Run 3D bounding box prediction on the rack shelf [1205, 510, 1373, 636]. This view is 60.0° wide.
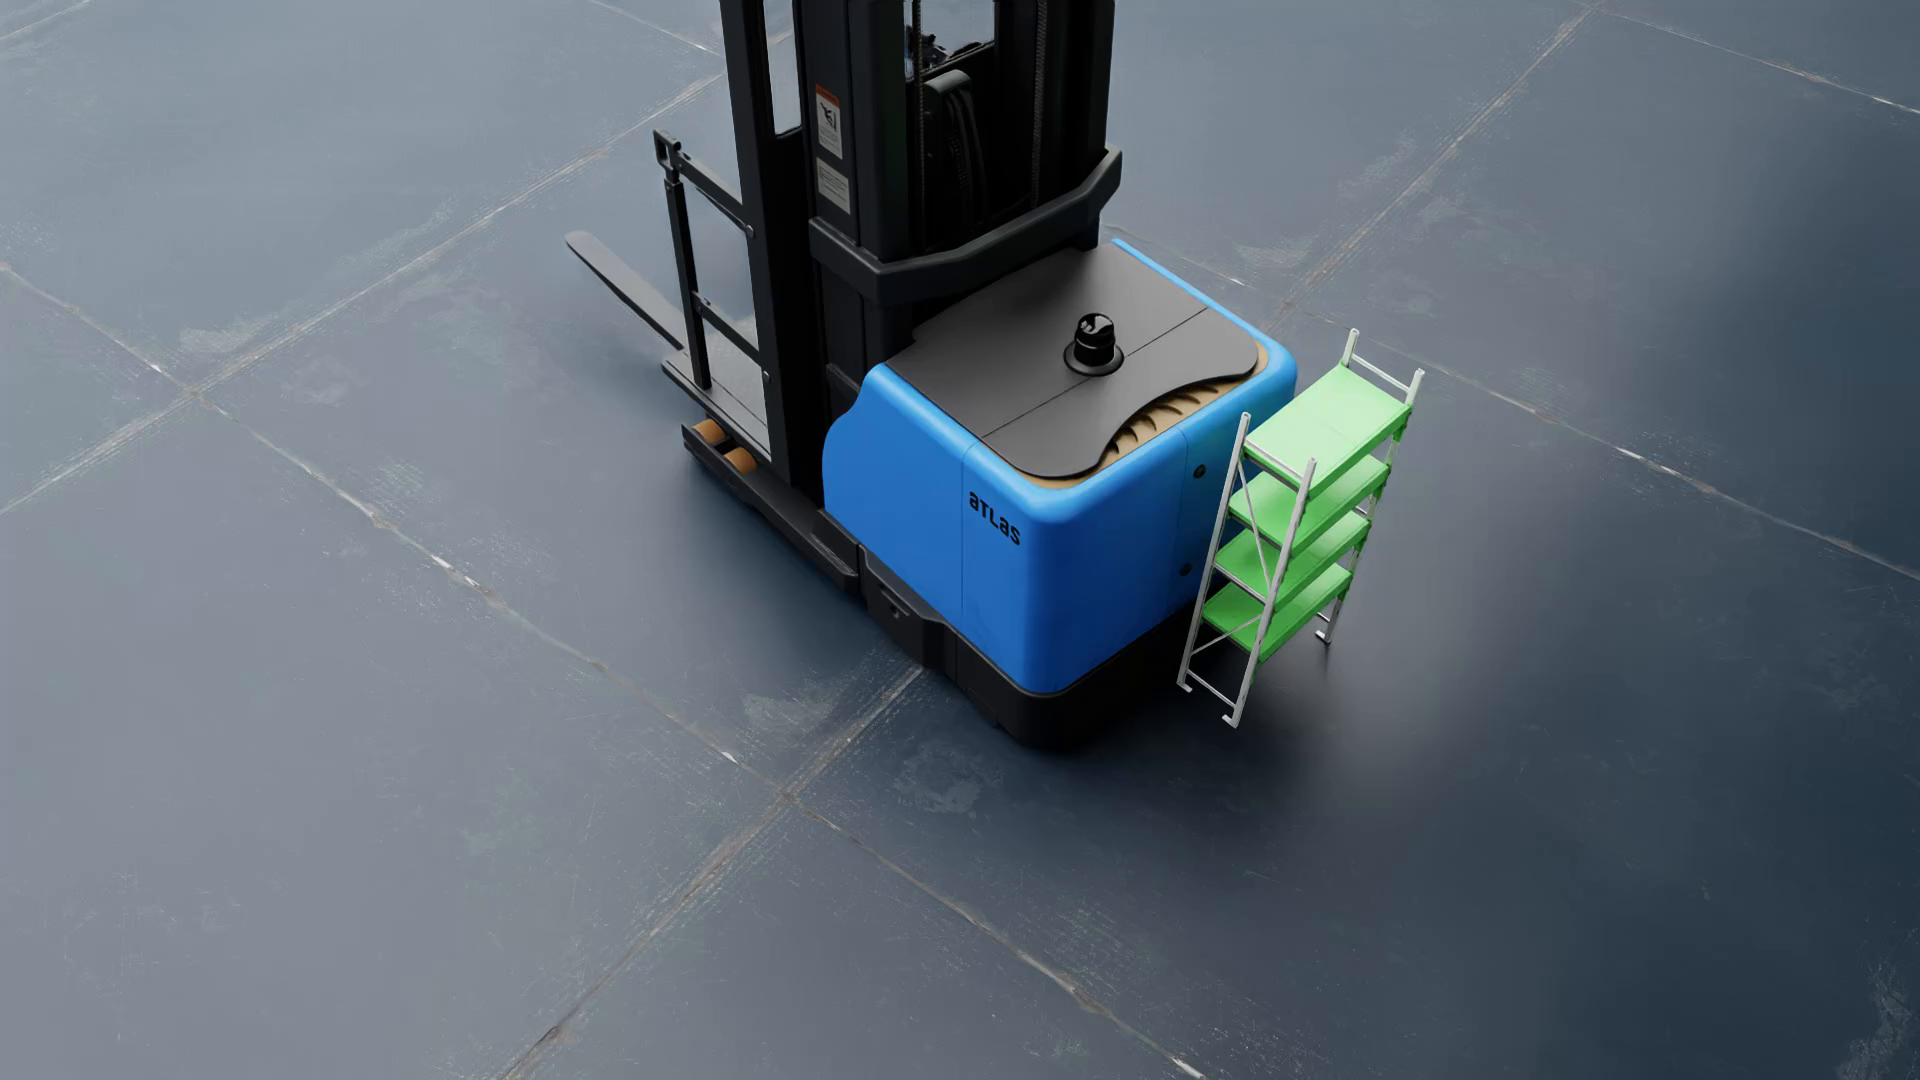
[{"bbox_3d":[0.975,0.041,4.958,0.258,0.148,0.480,38,57,26],"label":"rack shelf"}]

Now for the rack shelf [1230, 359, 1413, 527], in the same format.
[{"bbox_3d":[0.997,-0.274,4.597,0.258,0.148,0.480,38,57,26],"label":"rack shelf"}]

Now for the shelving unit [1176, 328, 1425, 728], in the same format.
[{"bbox_3d":[0.978,-0.001,4.910,0.258,1.200,0.503,38,57,26],"label":"shelving unit"}]

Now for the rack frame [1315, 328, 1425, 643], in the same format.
[{"bbox_3d":[1.149,-0.127,5.030,0.240,1.200,0.015,38,57,26],"label":"rack frame"}]

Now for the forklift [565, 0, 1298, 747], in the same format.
[{"bbox_3d":[-0.340,-1.385,5.046,1.130,2.935,3.031,-31,54,-26],"label":"forklift"}]

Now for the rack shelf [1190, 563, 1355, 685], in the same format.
[{"bbox_3d":[0.964,0.198,5.139,0.258,0.148,0.480,38,57,26],"label":"rack shelf"}]

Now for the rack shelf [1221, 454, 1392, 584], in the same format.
[{"bbox_3d":[0.986,-0.117,4.777,0.258,0.148,0.480,38,57,26],"label":"rack shelf"}]

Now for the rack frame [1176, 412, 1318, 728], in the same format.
[{"bbox_3d":[0.806,0.124,4.790,0.240,1.200,0.015,38,57,26],"label":"rack frame"}]
